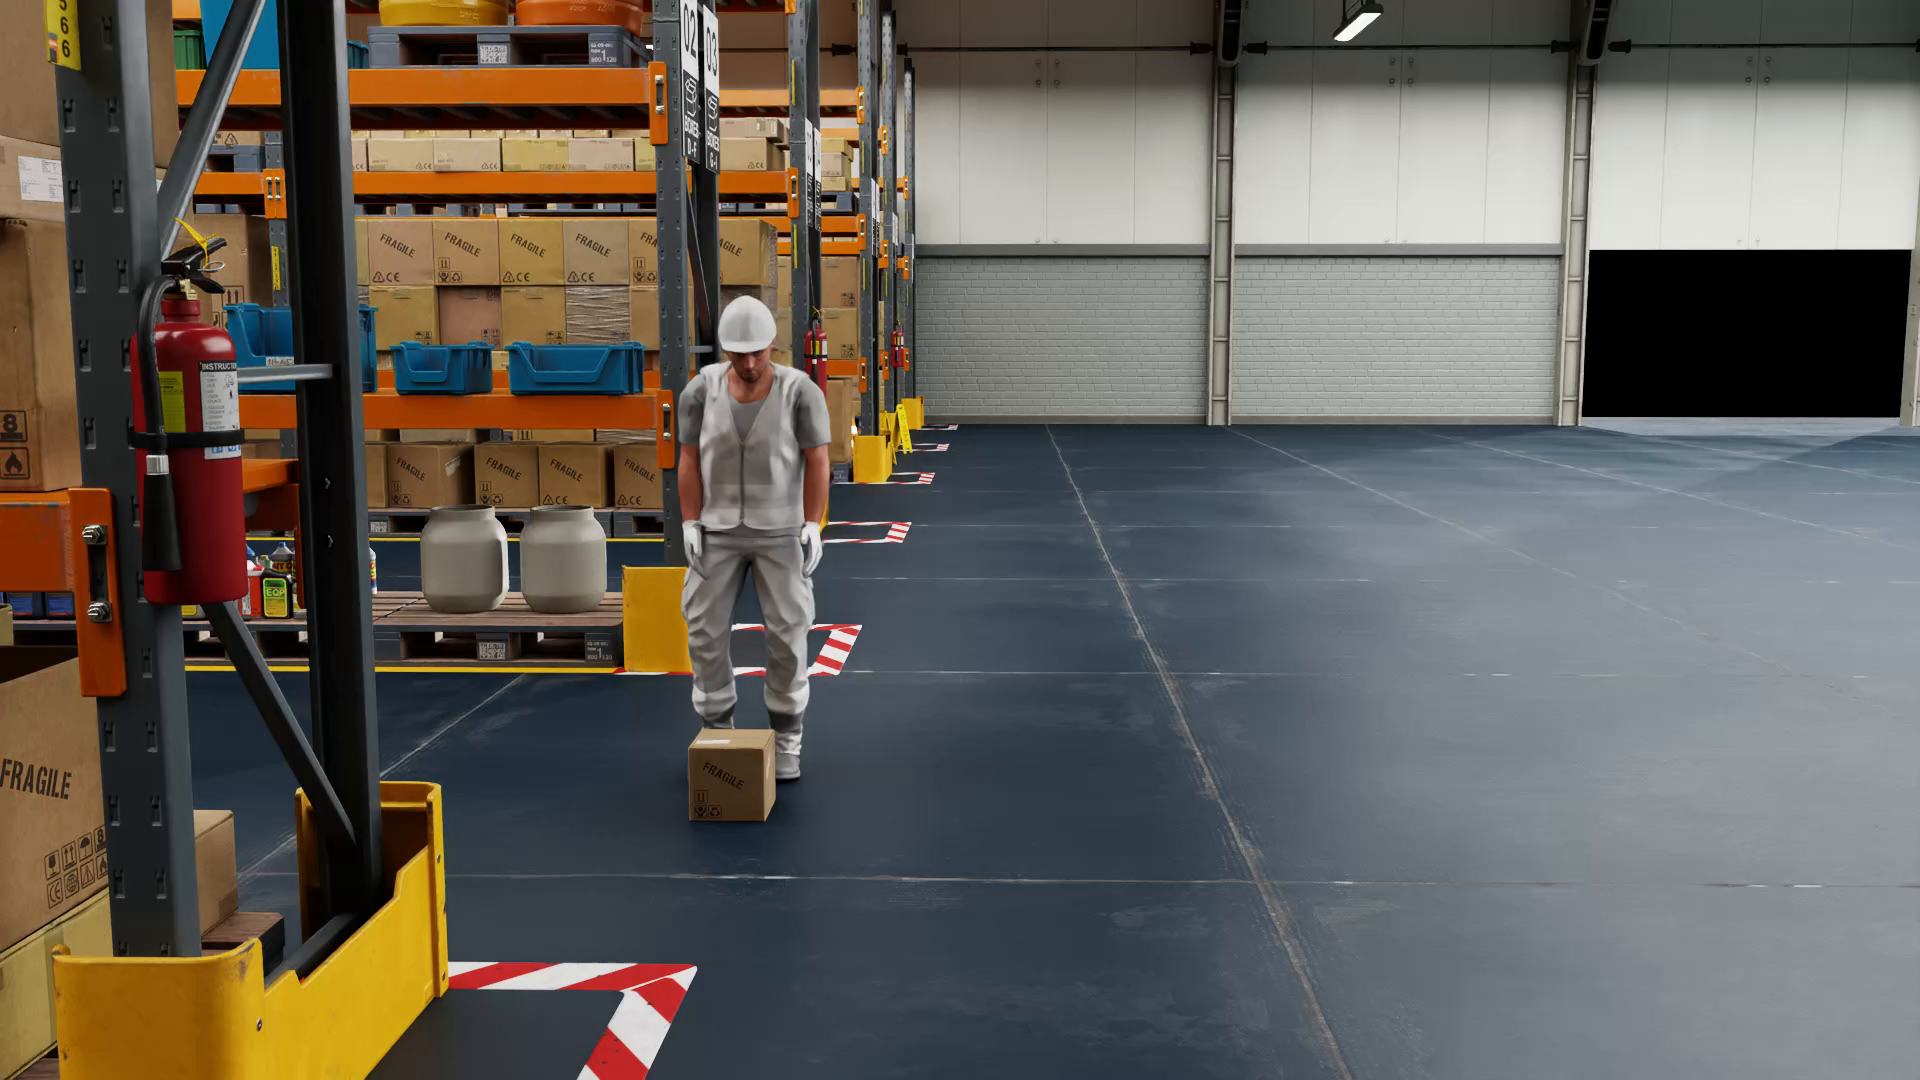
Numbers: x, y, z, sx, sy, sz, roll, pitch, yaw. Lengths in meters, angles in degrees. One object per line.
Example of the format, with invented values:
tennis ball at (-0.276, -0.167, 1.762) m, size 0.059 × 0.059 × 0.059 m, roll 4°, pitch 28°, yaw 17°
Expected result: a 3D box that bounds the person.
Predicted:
person at (-0.734, 0.001, 5.933) m, size 0.547 × 1.724 × 0.477 m, roll 0°, pitch 7°, yaw 3°
